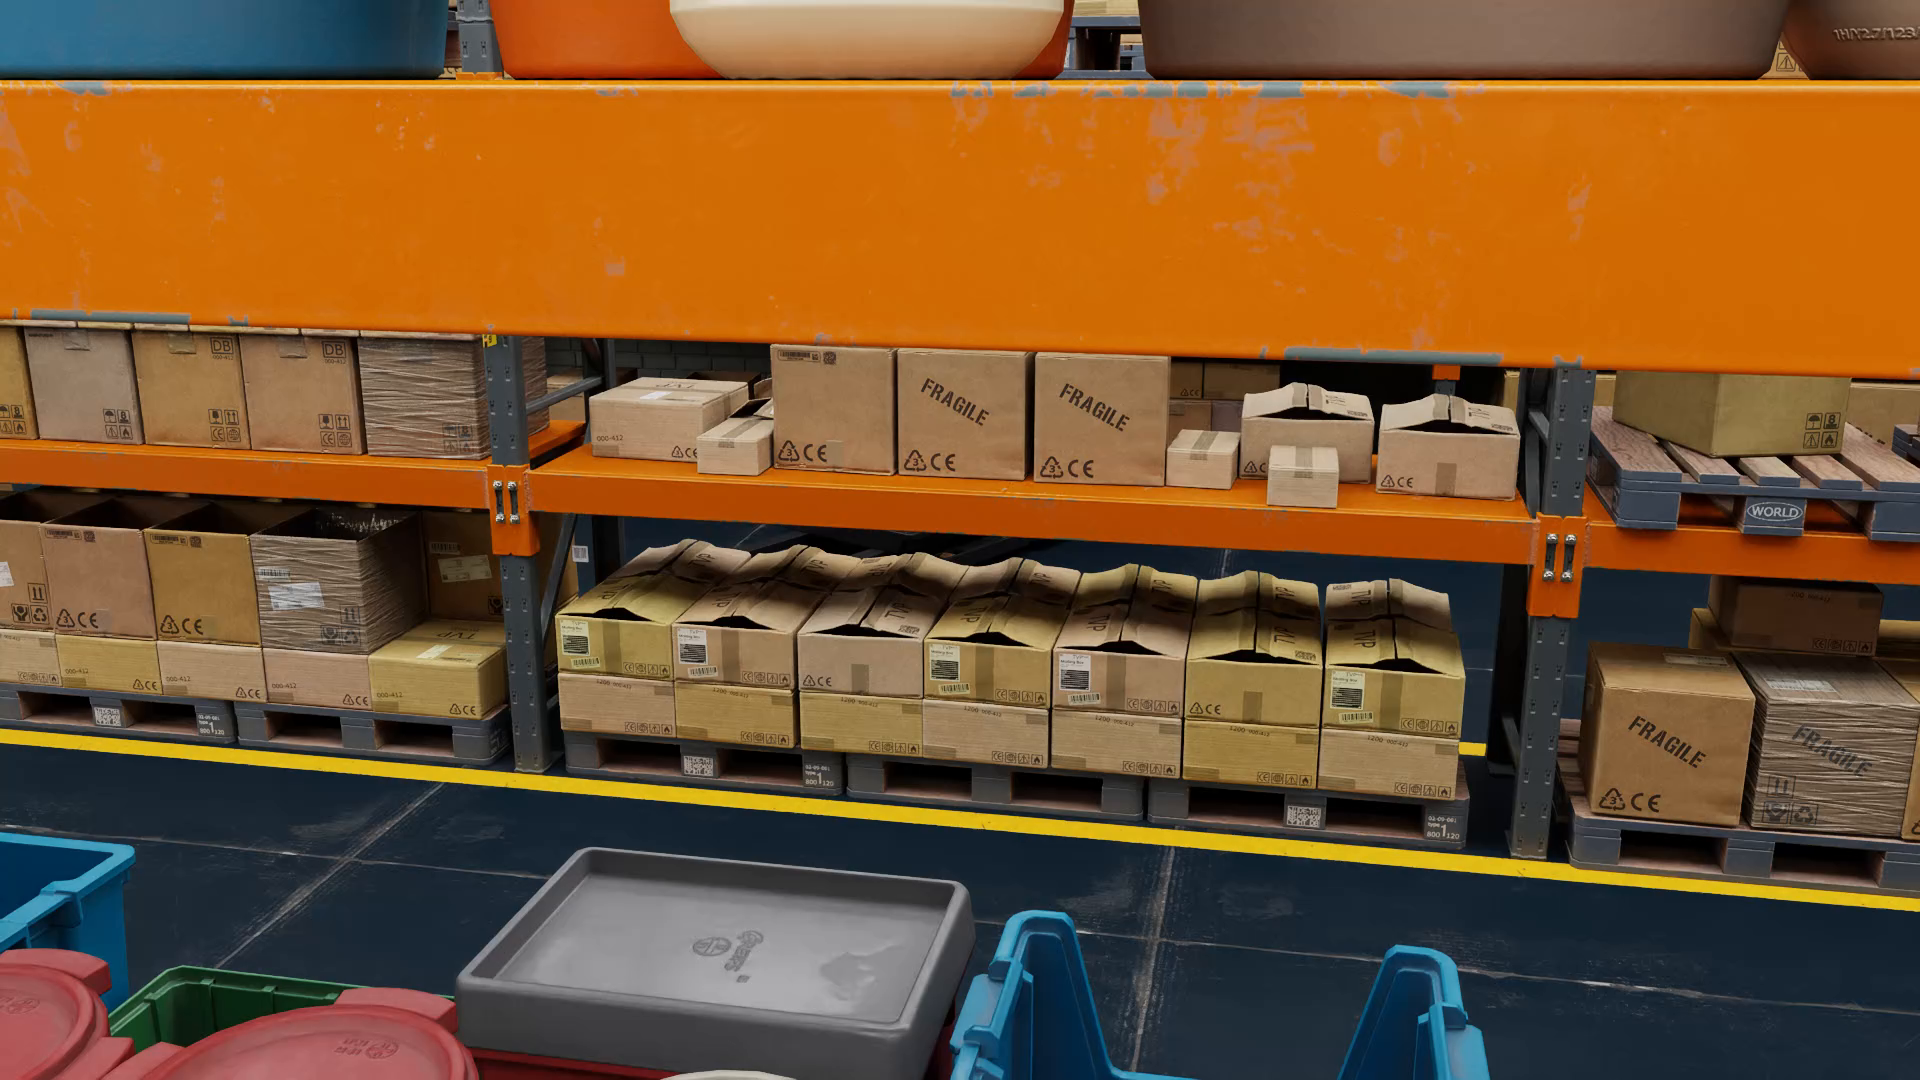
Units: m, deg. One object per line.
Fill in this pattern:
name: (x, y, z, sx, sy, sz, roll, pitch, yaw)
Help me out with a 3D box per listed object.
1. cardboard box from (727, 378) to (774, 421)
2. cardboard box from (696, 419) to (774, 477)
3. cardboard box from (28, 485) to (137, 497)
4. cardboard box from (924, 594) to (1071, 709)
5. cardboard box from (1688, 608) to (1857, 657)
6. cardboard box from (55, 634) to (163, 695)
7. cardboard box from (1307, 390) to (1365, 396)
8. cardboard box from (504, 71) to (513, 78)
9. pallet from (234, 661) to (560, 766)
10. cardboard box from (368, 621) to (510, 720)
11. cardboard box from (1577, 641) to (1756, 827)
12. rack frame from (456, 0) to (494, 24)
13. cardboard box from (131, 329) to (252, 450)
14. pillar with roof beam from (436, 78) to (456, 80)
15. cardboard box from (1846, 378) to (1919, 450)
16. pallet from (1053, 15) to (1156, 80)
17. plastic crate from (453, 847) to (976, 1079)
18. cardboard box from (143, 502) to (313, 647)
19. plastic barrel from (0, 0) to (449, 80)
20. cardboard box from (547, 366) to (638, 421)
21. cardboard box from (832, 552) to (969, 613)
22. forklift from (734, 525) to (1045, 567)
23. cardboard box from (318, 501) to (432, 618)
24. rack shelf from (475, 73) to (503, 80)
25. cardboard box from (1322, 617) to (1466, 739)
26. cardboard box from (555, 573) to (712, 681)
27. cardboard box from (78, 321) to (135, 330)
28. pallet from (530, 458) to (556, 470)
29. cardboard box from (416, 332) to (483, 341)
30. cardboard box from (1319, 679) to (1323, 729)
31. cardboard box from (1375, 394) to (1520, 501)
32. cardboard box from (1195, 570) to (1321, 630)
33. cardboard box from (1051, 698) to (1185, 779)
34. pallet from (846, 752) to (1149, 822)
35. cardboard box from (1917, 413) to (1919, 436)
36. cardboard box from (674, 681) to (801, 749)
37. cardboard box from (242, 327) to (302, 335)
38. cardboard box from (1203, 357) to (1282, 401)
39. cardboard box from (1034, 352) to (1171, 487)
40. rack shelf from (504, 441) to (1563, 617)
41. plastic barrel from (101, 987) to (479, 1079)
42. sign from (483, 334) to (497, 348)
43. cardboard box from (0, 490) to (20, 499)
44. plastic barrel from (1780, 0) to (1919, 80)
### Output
cardboard box: (-0.806, -0.533, 7.049, 0.258, 0.266, 0.396, 3, 16, 10)
cardboard box: (-0.877, -0.375, 6.697, 0.250, 0.149, 0.380, 3, 16, 11)
cardboard box: (-4.057, -0.048, 8.005, 0.500, 0.500, 0.500, 3, 16, 11)
cardboard box: (0.158, 0.425, 6.654, 0.500, 0.311, 0.500, 4, 16, 13)
cardboard box: (3.179, 0.597, 6.575, 0.500, 0.500, 0.500, 4, 16, 13)
cardboard box: (-3.673, 0.480, 7.503, 0.500, 0.250, 0.500, 3, 16, 11)
cardboard box: (2.483, -0.712, 11.301, 0.500, 0.500, 0.700, 3, 16, 12)
cardboard box: (-2.805, -3.438, 11.441, 0.500, 0.500, 0.500, 4, 16, 15)
pallet: (-2.475, 0.694, 7.591, 1.213, 0.211, 1.003, 3, 16, 11)
cardboard box: (-2.202, 0.559, 7.220, 0.500, 0.250, 0.500, 3, 16, 11)
cardboard box: (2.604, 0.708, 6.176, 0.500, 0.500, 0.500, 4, 16, 13)
rack frame: (-1.704, -3.488, 6.225, 0.127, 3.000, 1.000, 3, 16, 11)
cardboard box: (-3.150, -0.721, 7.287, 0.500, 0.500, 0.700, 3, 16, 12)
pillar with roof beam: (-4.640, -4.059, 8.289, 0.400, 9.000, 9.100, 3, 16, 11)
cardboard box: (5.584, -0.680, 10.570, 0.750, 0.750, 0.750, 4, 16, 13)
pallet: (0.436, -1.810, 6.141, 1.213, 0.211, 1.003, 4, 16, 14)
plastic crate: (-0.298, 0.715, 2.172, 0.583, 0.464, 0.402, 3, 16, 11)
cardboard box: (-3.181, 0.142, 7.319, 0.500, 0.500, 0.500, 3, 16, 11)
plastic barrel: (-0.872, -0.948, 1.738, 0.708, 0.901, 0.600, 3, 16, 11)
cardboard box: (-2.713, -0.970, 12.233, 0.500, 0.500, 0.700, 2, 16, 8)
cardboard box: (-0.251, 0.256, 7.263, 0.500, 0.311, 0.500, 3, 16, 11)
forklift: (-0.395, -1.283, 9.633, 1.130, 2.935, 3.031, 12, 20, 37)
cardboard box: (-2.588, 0.034, 7.710, 0.500, 0.500, 0.500, 3, 16, 11)
rack shelf: (0.255, -1.589, 6.338, 4.000, 0.370, 1.077, 3, 16, 11)
cardboard box: (1.653, 0.505, 6.362, 0.500, 0.311, 0.500, 4, 16, 13)
cardboard box: (-1.349, 0.343, 6.948, 0.500, 0.311, 0.500, 3, 16, 11)
cardboard box: (-3.518, -0.997, 7.070, 0.250, 0.149, 0.380, 4, 16, 13)
pallet: (-2.585, -0.639, 12.405, 1.213, 0.211, 1.003, 3, 16, 11)
cardboard box: (-2.014, -0.916, 6.776, 0.250, 0.149, 0.380, 3, 16, 11)
cardboard box: (1.268, 0.608, 7.043, 0.500, 0.250, 0.500, 3, 16, 10)
cardboard box: (1.868, -0.372, 6.381, 0.500, 0.311, 0.500, 4, 16, 15)
cardboard box: (1.244, 0.338, 6.965, 0.500, 0.311, 0.500, 3, 16, 10)
cardboard box: (0.653, 0.721, 6.635, 0.500, 0.250, 0.500, 3, 16, 12)
pallet: (0.224, 0.841, 7.062, 1.213, 0.211, 1.003, 3, 16, 11)
cardboard box: (3.713, -0.532, 5.818, 0.500, 0.500, 0.700, 6, 17, 22)
cardboard box: (-0.858, 0.640, 6.926, 0.500, 0.250, 0.500, 4, 16, 12)
cardboard box: (-2.770, -0.956, 6.923, 0.250, 0.149, 0.380, 3, 16, 11)
cardboard box: (1.937, -1.120, 11.370, 0.500, 0.250, 0.500, 3, 16, 12)
cardboard box: (0.568, -0.517, 6.552, 0.500, 0.500, 0.500, 2, 16, 8)
rack shelf: (0.255, -0.143, 6.738, 4.000, 0.370, 1.077, 3, 16, 11)
plastic barrel: (-0.658, 0.804, 1.716, 0.433, 0.535, 0.433, 0, 15, 0)
sign: (-1.814, -0.907, 6.376, 0.005, 0.325, 0.100, 3, 16, 11)
cardboard box: (-4.653, 0.065, 7.598, 0.500, 0.500, 0.500, 3, 16, 11)
plastic barrel: (0.981, -0.684, 1.515, 0.421, 0.512, 0.421, 0, 15, 0)
